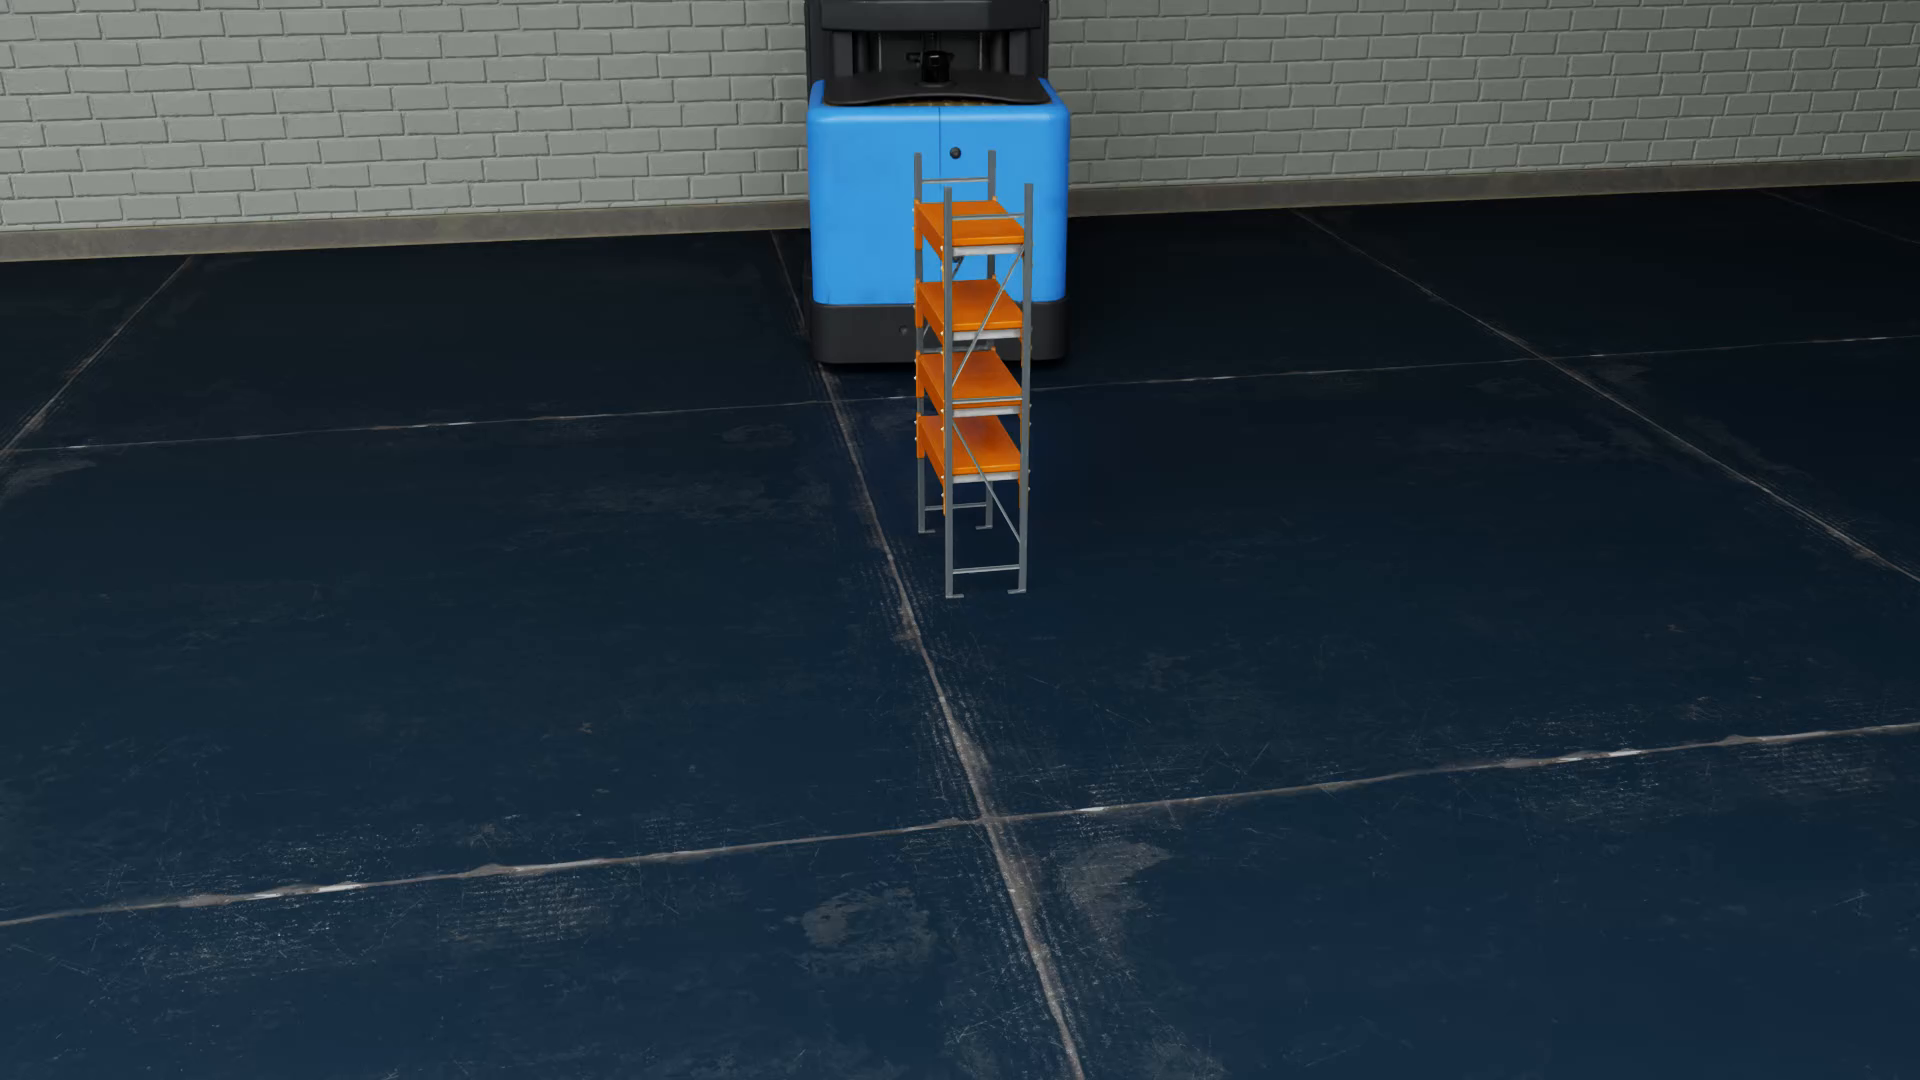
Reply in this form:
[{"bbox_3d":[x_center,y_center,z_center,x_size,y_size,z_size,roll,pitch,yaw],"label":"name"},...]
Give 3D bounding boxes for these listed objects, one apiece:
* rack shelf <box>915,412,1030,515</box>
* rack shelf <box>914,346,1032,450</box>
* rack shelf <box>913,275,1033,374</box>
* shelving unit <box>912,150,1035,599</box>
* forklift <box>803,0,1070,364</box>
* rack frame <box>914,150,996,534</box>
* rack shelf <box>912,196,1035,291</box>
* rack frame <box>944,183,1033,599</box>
[{"bbox_3d":[0.031,-0.241,4.967,0.258,0.148,0.480,-4,24,-10],"label":"rack shelf"},{"bbox_3d":[0.031,-0.423,4.888,0.258,0.148,0.480,-4,24,-10],"label":"rack shelf"},{"bbox_3d":[0.031,-0.628,4.798,0.258,0.148,0.480,-4,24,-10],"label":"rack shelf"},{"bbox_3d":[0.031,-0.485,4.861,0.258,1.200,0.503,-4,24,-10],"label":"shelving unit"},{"bbox_3d":[-0.162,-2.601,7.544,1.130,2.935,3.031,-1,24,-3],"label":"forklift"},{"bbox_3d":[-0.015,-0.581,5.081,0.240,1.200,0.015,-4,24,-10],"label":"rack frame"},{"bbox_3d":[0.031,-0.845,4.704,0.258,0.148,0.480,-4,24,-10],"label":"rack shelf"},{"bbox_3d":[0.076,-0.389,4.641,0.240,1.200,0.015,-4,24,-10],"label":"rack frame"}]
